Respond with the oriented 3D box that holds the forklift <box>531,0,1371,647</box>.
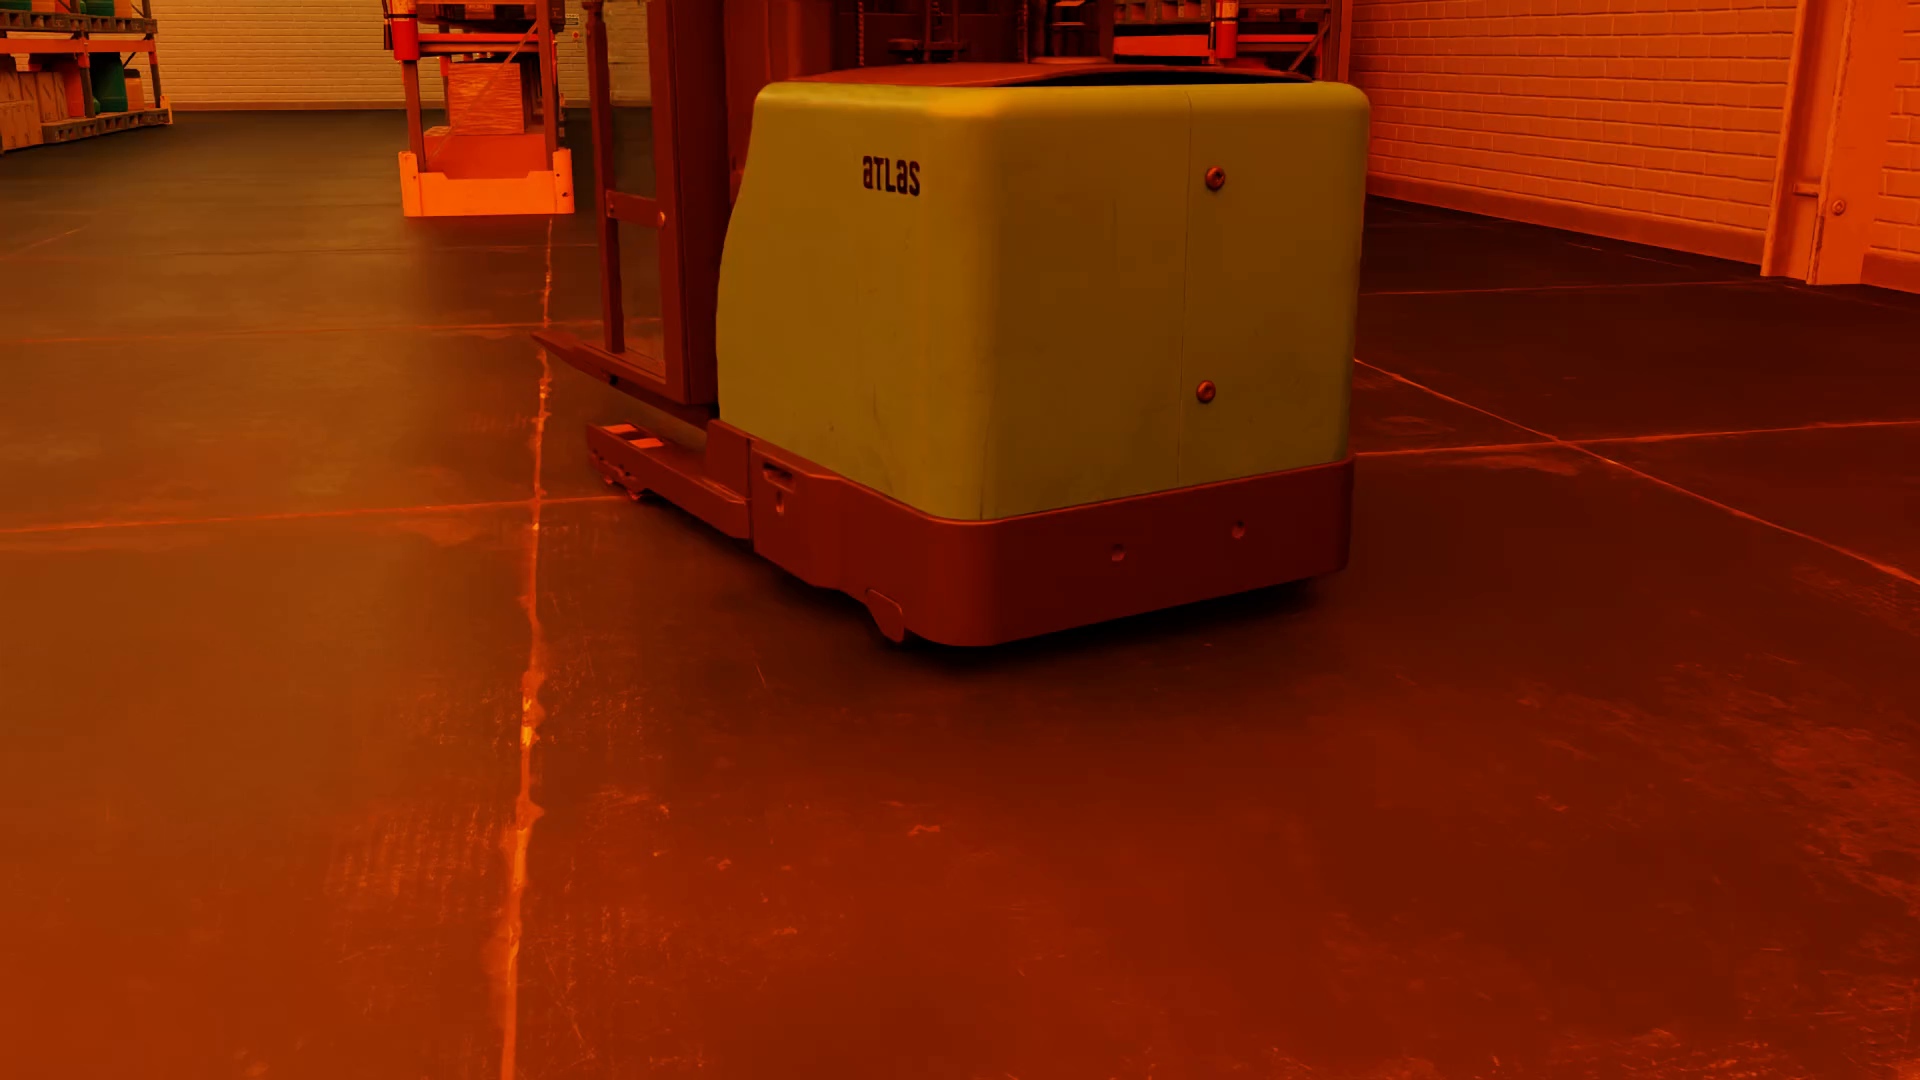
[{"bbox_3d":[-0.360,-1.570,4.155,1.130,2.935,3.031,-10,19,-30],"label":"forklift"}]
